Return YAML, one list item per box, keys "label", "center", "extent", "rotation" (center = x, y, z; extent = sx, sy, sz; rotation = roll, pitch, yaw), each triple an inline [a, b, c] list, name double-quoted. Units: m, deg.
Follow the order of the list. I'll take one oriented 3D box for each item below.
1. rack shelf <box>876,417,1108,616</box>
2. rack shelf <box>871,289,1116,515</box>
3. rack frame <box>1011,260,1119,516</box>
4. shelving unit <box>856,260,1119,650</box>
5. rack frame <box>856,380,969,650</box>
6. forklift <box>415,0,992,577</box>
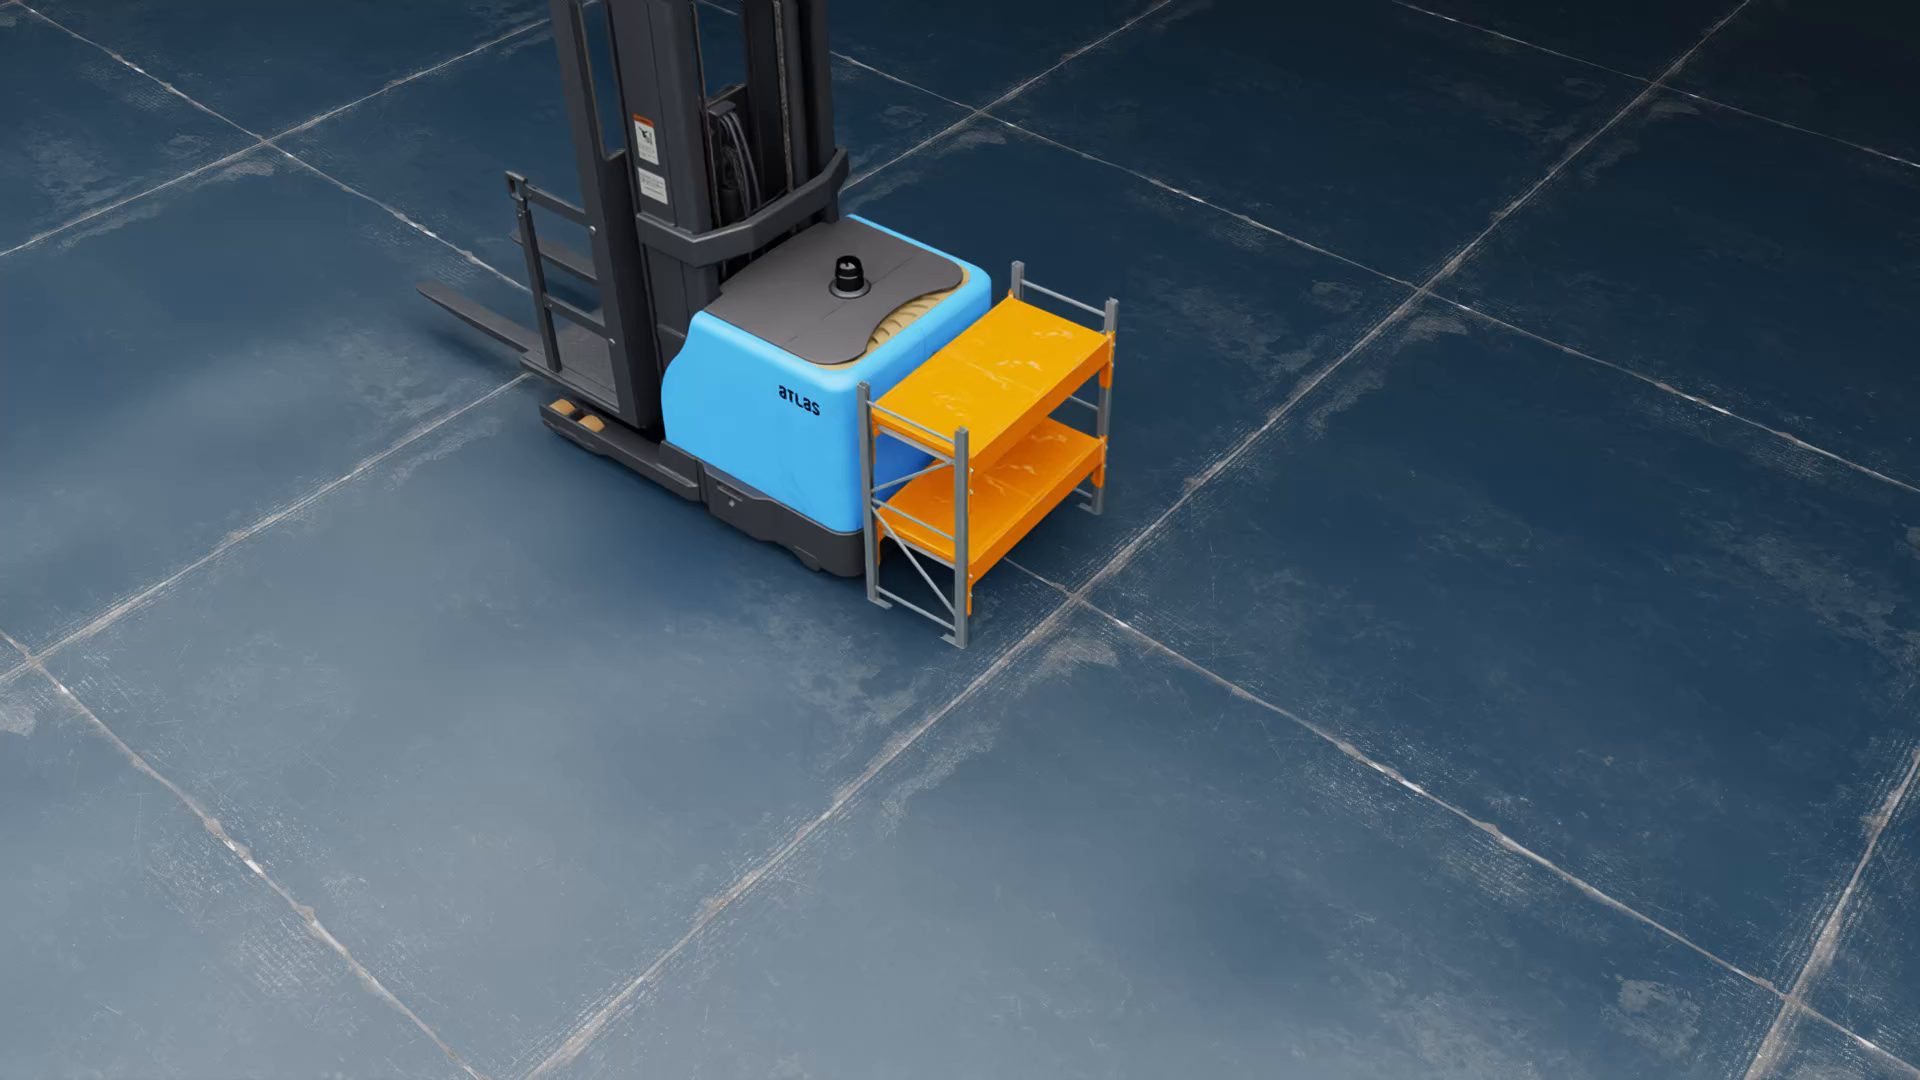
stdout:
- label: "rack shelf"
  center: [0.122, -0.171, 6.966]
  extent: [0.538, 0.278, 1.000]
  rotation: [26, 48, 26]
- label: "rack shelf"
  center: [0.122, -0.569, 6.604]
  extent: [0.538, 0.278, 1.000]
  rotation: [26, 48, 26]
- label: "rack frame"
  center: [0.423, -0.628, 7.104]
  extent: [0.500, 1.125, 0.032]
  rotation: [26, 48, 26]
- label: "shelving unit"
  center: [0.122, -0.352, 6.801]
  extent: [0.538, 1.125, 1.048]
  rotation: [26, 48, 26]
- label: "rack frame"
  center: [-0.178, -0.076, 6.498]
  extent: [0.500, 1.125, 0.032]
  rotation: [26, 48, 26]
- label: "forklift"
  center: [-1.329, -1.749, 6.995]
  extent: [3.031, 2.935, 1.130]
  rotation: [27, 49, 27]
